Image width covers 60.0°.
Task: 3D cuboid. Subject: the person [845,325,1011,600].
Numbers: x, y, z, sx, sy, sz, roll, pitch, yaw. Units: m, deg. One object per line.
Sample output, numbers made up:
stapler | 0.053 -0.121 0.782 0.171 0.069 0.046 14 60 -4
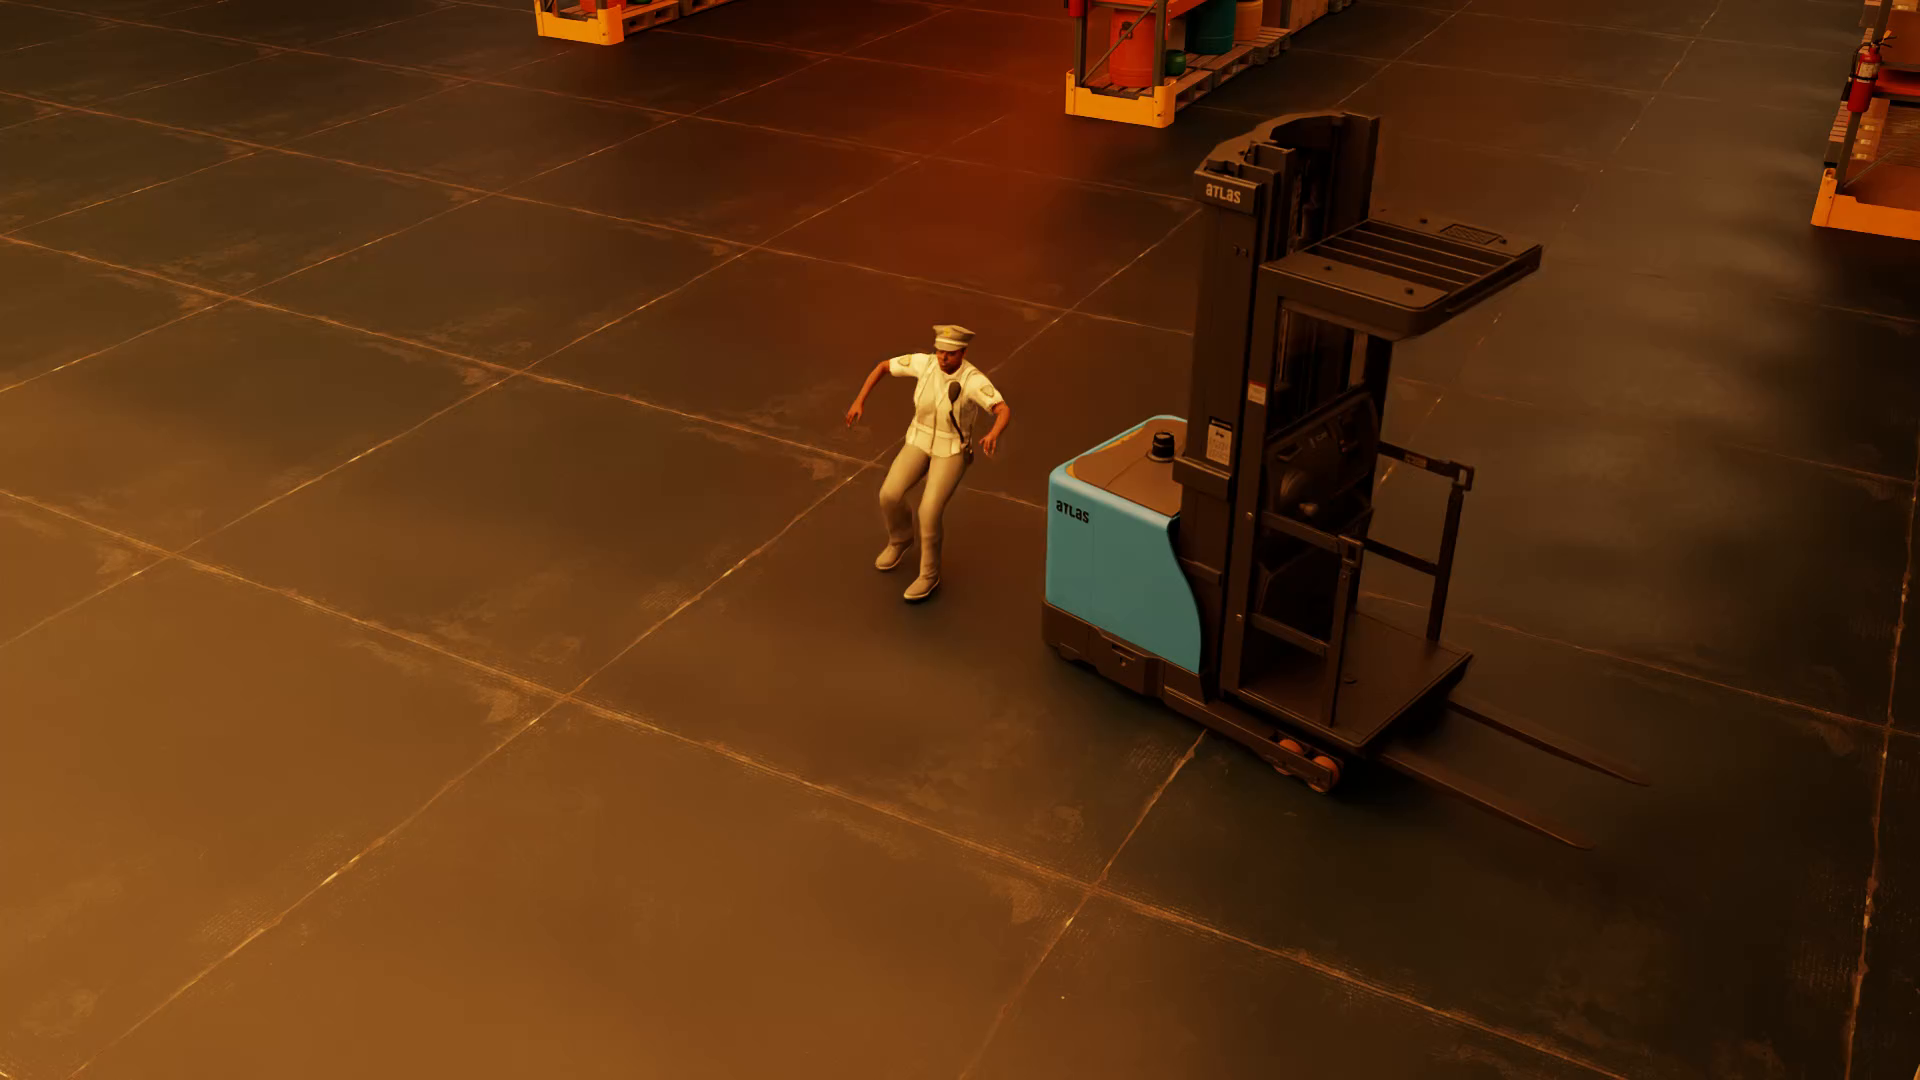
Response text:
person | -0.209 -0.476 9.356 0.987 1.458 0.826 9 31 15

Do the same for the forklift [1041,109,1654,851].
forklift | 1.859 -0.366 7.705 3.031 2.935 1.130 25 38 36
